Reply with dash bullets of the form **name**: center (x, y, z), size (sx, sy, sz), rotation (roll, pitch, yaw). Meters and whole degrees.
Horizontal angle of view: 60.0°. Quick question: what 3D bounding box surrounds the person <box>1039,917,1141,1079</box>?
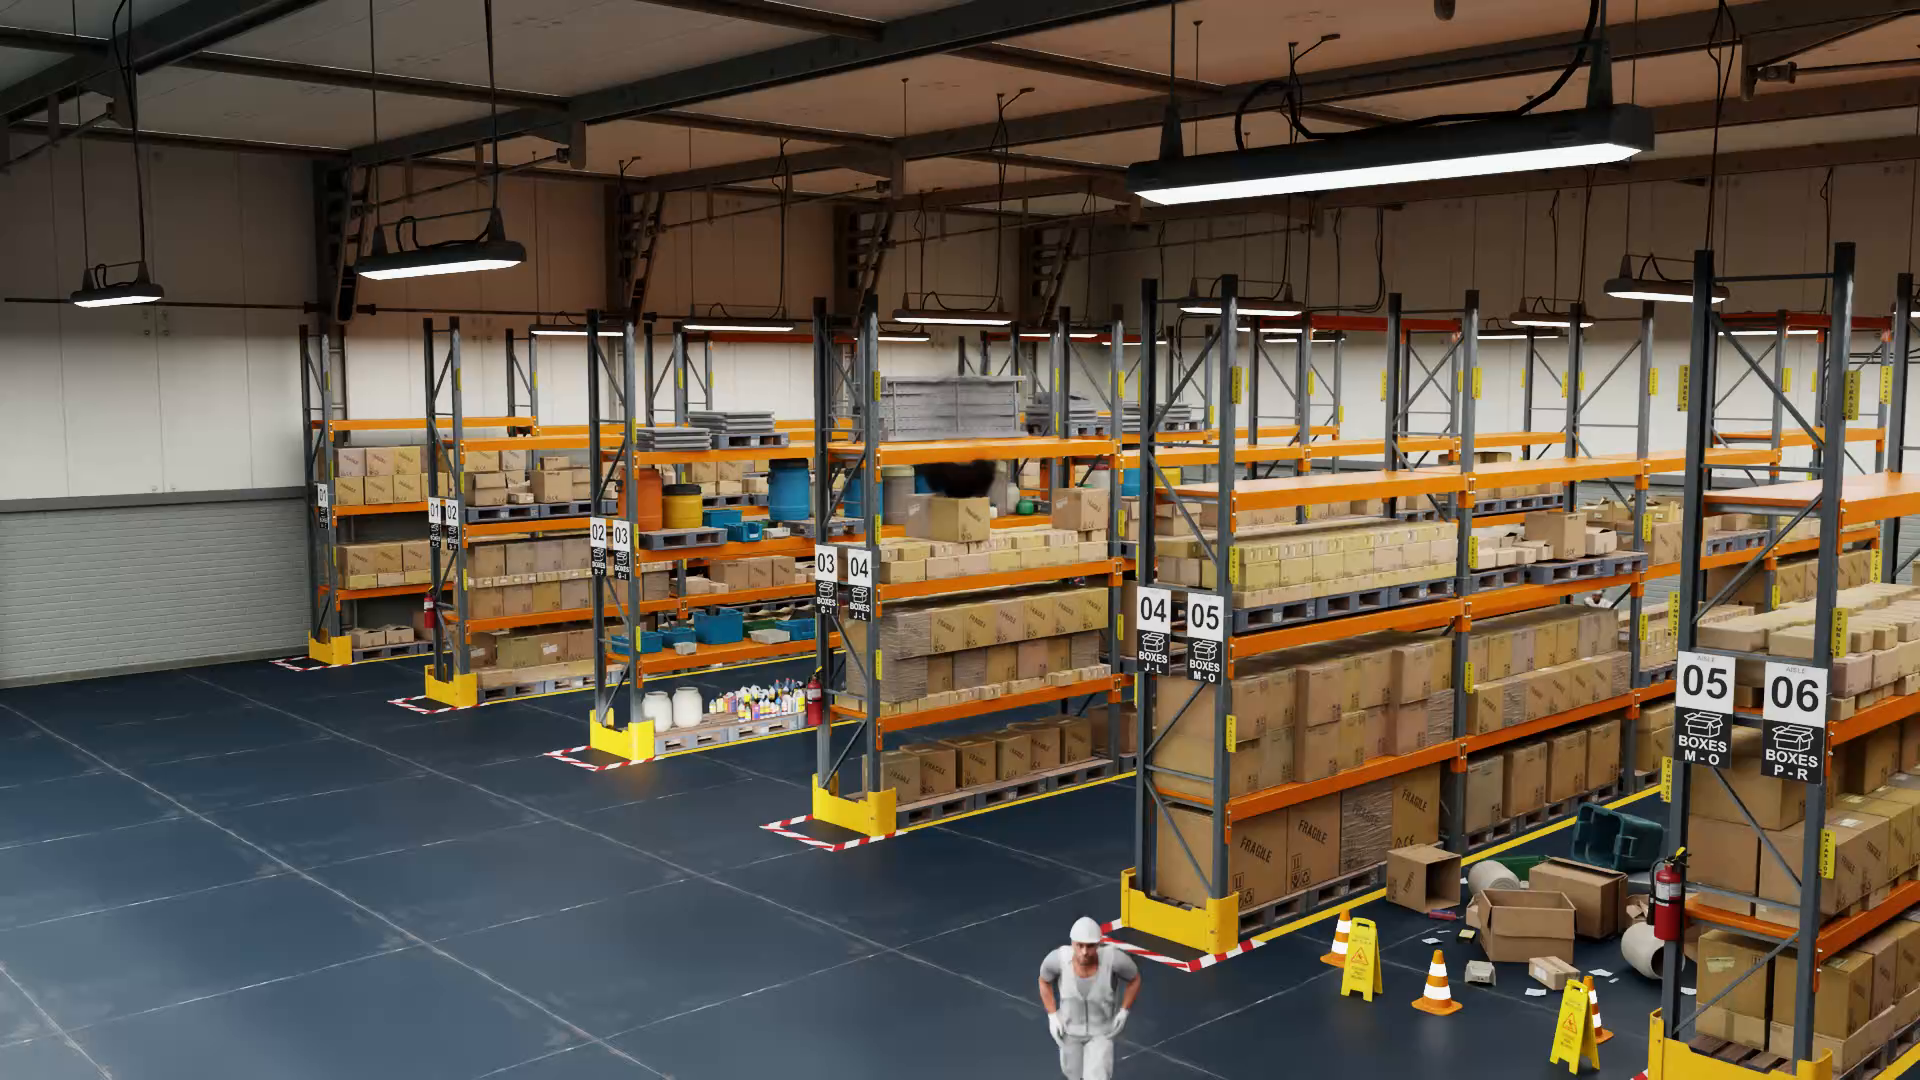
- **person**: center (0.853, 3.229, 10.972), size (0.669, 1.731, 0.989), rotation (0, 6, 4)

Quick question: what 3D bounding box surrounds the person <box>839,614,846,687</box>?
- **person**: center (-1.638, 1.482, 27.424), size (0.679, 1.778, 0.989), rotation (5, 8, 43)

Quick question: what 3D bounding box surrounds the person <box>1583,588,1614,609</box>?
- **person**: center (10.721, 1.561, 27.884), size (0.605, 1.649, 0.916), rotation (4, 7, 37)
